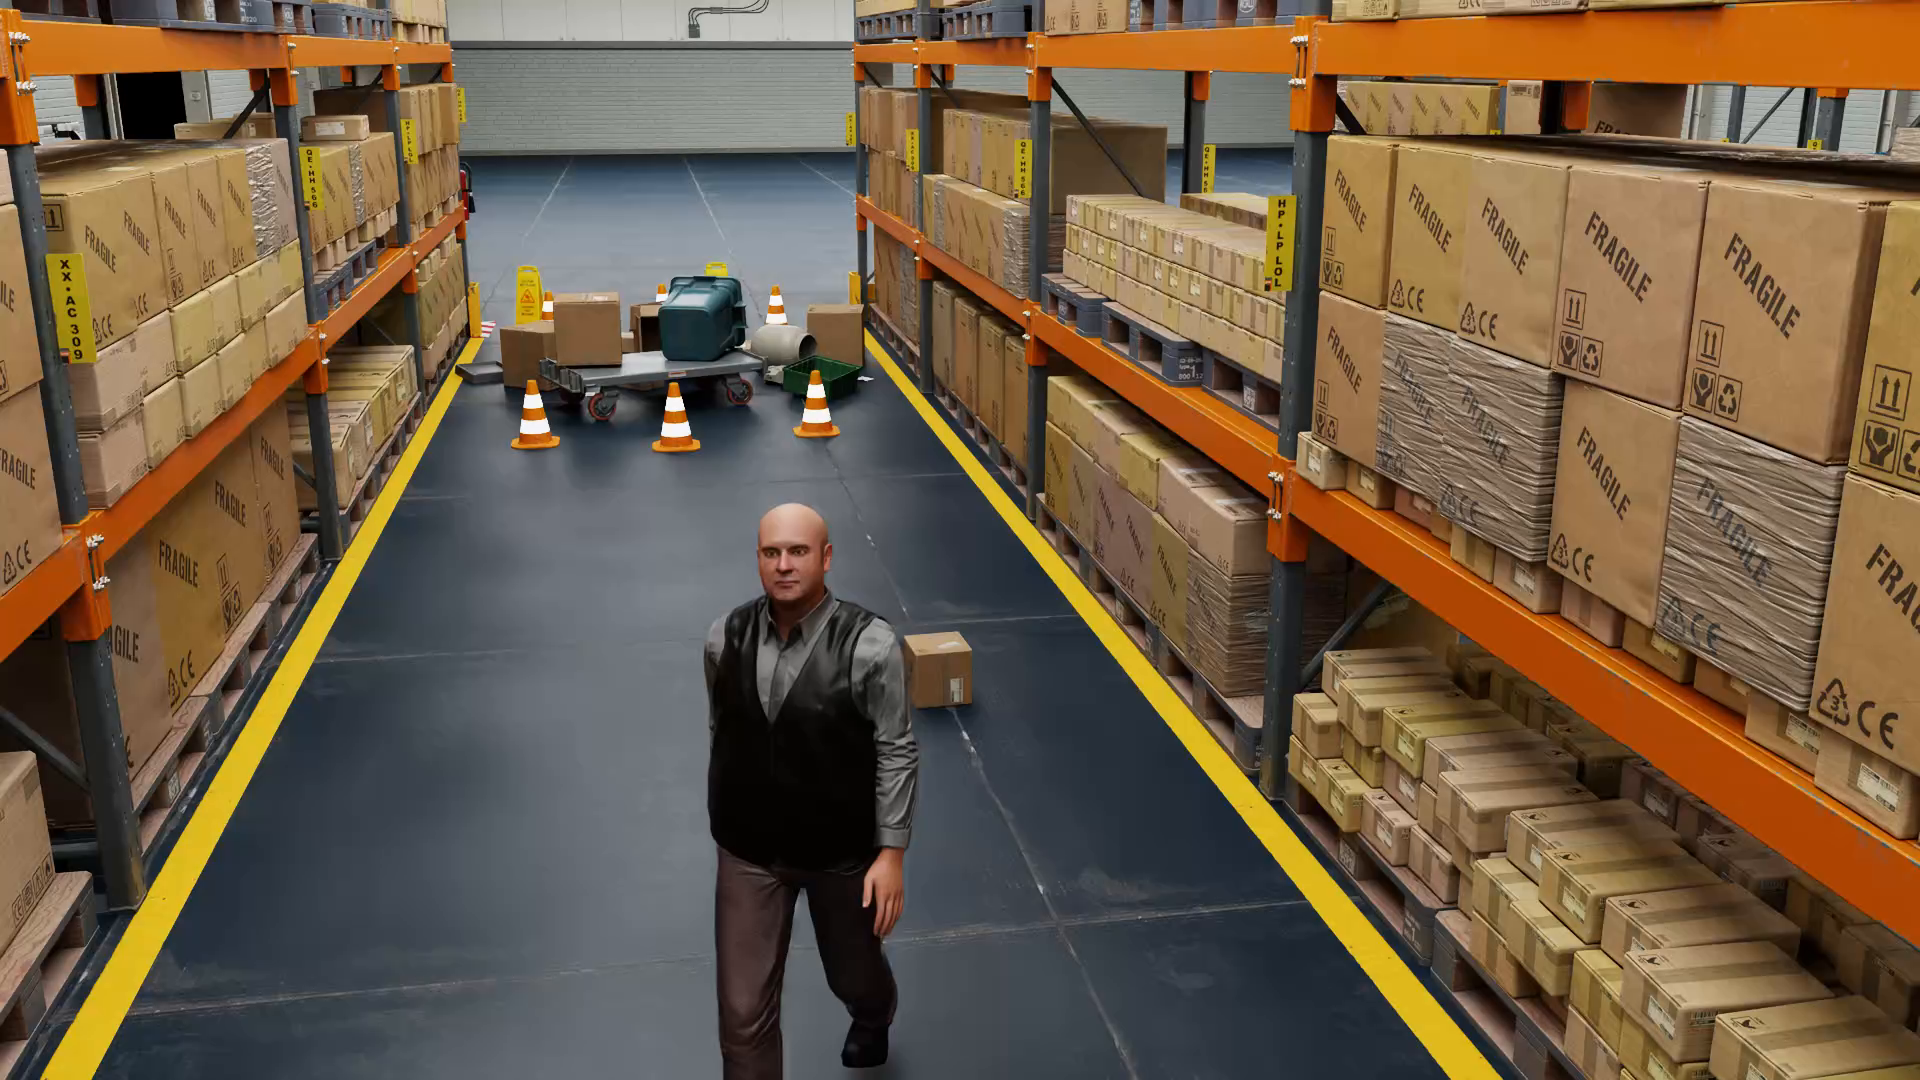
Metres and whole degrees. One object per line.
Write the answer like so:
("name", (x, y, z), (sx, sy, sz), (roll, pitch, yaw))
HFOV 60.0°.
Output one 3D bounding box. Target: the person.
("person", (-0.371, 0.742, 4.036), (0.553, 1.681, 0.988), (3, 17, 10))
